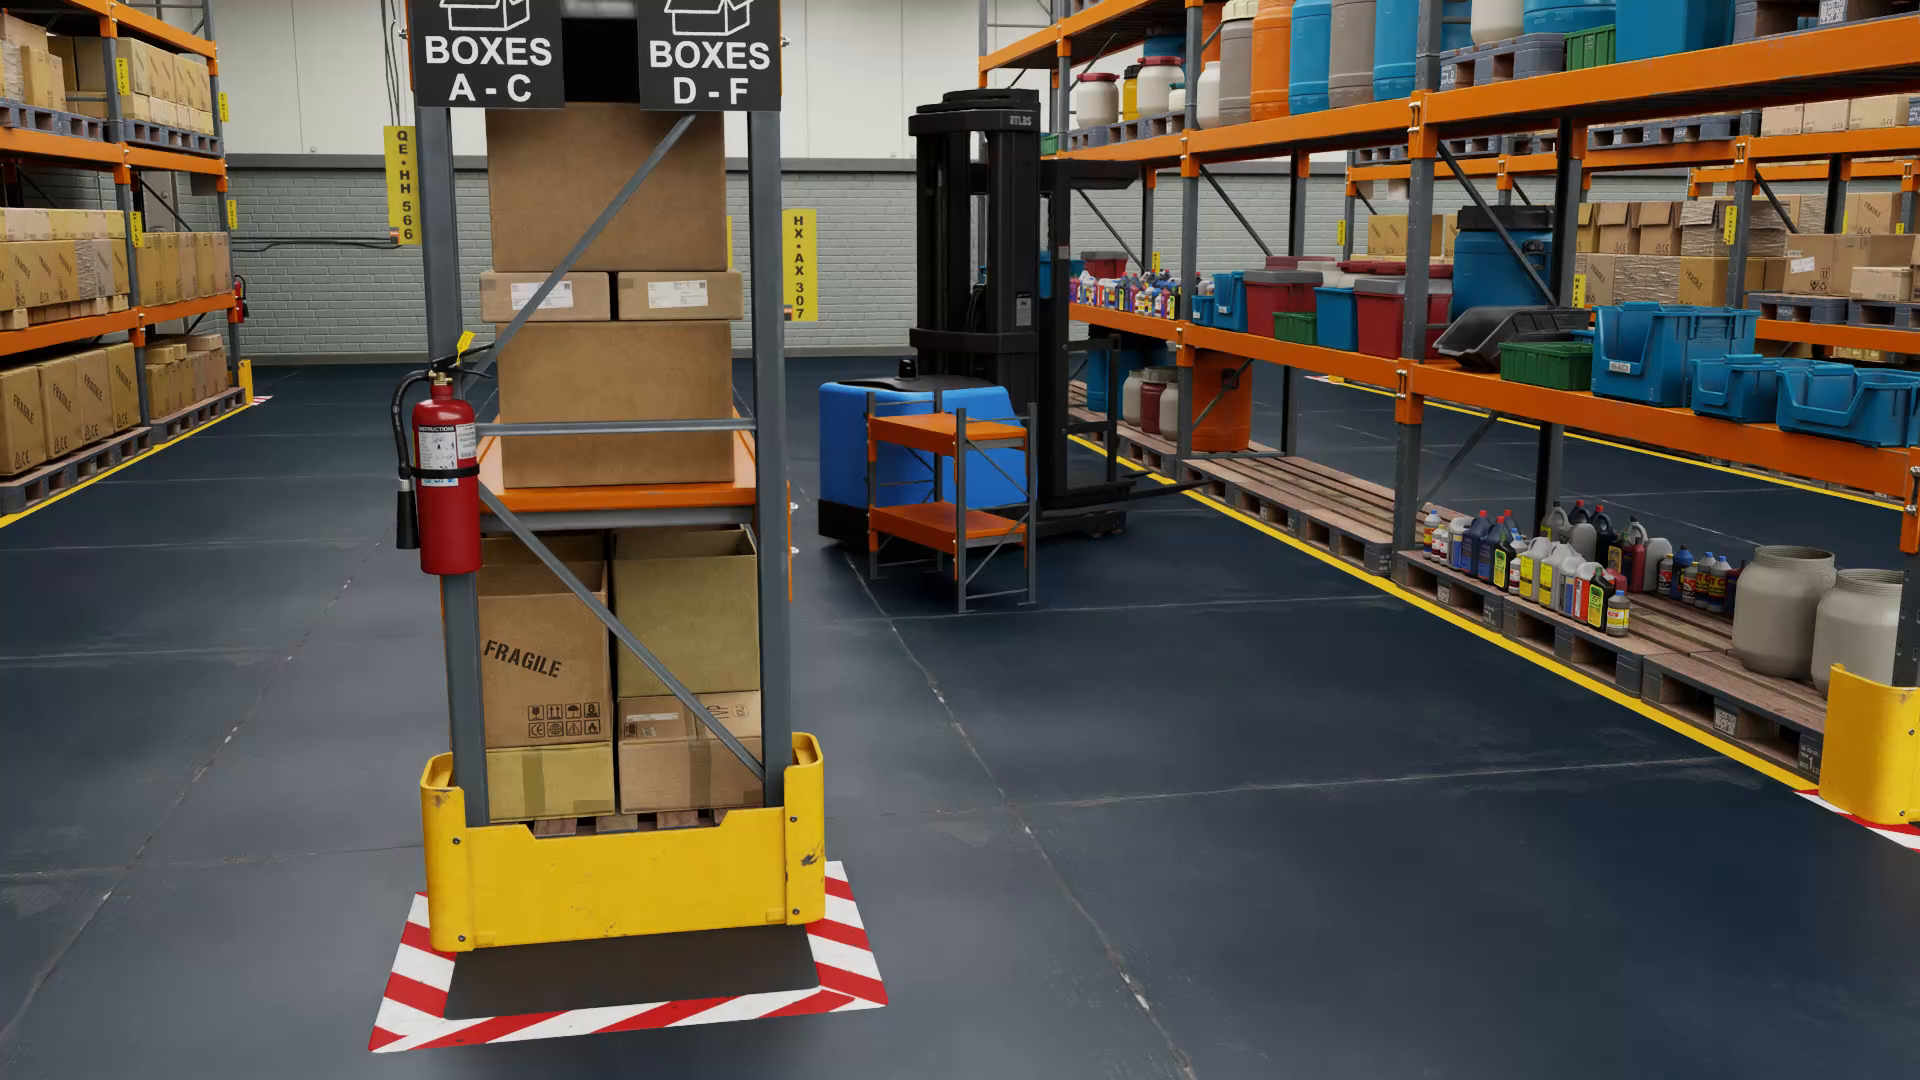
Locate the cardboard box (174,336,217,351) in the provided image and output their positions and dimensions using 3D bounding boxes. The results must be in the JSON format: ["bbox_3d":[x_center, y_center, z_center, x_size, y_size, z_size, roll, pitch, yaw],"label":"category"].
[{"bbox_3d":[-8.497,-2.185,18.483,0.380,0.149,0.250,-2,11,-9],"label":"cardboard box"}]

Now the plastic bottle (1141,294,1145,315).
[{"bbox_3d":[1.647,-2.084,14.657,0.097,0.201,0.097,0,11,0],"label":"plastic bottle"}]

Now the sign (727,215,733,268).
[{"bbox_3d":[-1.249,-1.541,8.746,0.100,0.325,0.005,-2,11,-11],"label":"sign"}]

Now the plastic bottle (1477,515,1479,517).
[{"bbox_3d":[2.892,0.011,9.206,0.061,0.283,0.133,-2,11,-11],"label":"plastic bottle"}]

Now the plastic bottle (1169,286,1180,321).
[{"bbox_3d":[1.791,-1.971,13.843,0.061,0.283,0.133,-2,11,-11],"label":"plastic bottle"}]

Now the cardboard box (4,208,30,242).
[{"bbox_3d":[-7.371,-2.374,12.526,0.500,0.250,0.500,-2,11,-12],"label":"cardboard box"}]

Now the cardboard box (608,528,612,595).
[{"bbox_3d":[-1.816,-0.001,7.404,0.500,0.500,0.500,-2,11,-11],"label":"cardboard box"}]

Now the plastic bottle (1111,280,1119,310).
[{"bbox_3d":[1.466,-2.289,15.545,0.097,0.271,0.097,0,11,0],"label":"plastic bottle"}]

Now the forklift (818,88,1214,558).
[{"bbox_3d":[0.513,-1.521,11.350,3.031,2.935,1.130,-9,14,-39],"label":"forklift"}]

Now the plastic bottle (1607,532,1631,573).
[{"bbox_3d":[3.478,0.093,8.776,0.061,0.283,0.133,-2,11,-11],"label":"plastic bottle"}]

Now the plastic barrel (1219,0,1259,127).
[{"bbox_3d":[2.235,-3.531,12.364,0.600,0.901,0.600,0,11,0],"label":"plastic barrel"}]

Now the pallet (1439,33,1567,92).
[{"bbox_3d":[3.302,-2.488,8.730,1.213,0.211,1.003,-2,11,-11],"label":"pallet"}]

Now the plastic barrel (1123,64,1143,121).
[{"bbox_3d":[1.887,-4.316,16.200,0.600,0.588,0.600,0,11,0],"label":"plastic barrel"}]

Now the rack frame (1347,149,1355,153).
[{"bbox_3d":[5.590,-6.564,21.618,1.000,3.000,0.127,-2,11,-11],"label":"rack frame"}]

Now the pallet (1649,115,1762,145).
[{"bbox_3d":[6.969,-3.647,14.818,1.213,0.211,1.003,-2,11,-8],"label":"pallet"}]

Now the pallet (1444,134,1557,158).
[{"bbox_3d":[6.219,-4.464,18.843,1.003,0.211,1.213,-2,11,-11],"label":"pallet"}]

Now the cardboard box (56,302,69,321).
[{"bbox_3d":[-7.620,-1.894,13.745,0.380,0.149,0.250,-2,11,-9],"label":"cardboard box"}]

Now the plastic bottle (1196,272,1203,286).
[{"bbox_3d":[2.224,-2.321,15.498,0.144,0.351,0.185,-2,11,-11],"label":"plastic bottle"}]

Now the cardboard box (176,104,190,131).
[{"bbox_3d":[-8.375,-4.417,17.368,0.500,0.250,0.500,-2,11,-13],"label":"cardboard box"}]

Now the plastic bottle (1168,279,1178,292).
[{"bbox_3d":[2.025,-2.345,15.839,0.097,0.271,0.097,0,11,0],"label":"plastic bottle"}]

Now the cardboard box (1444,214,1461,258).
[{"bbox_3d":[5.923,-3.491,19.116,0.500,0.500,0.500,-2,11,-10],"label":"cardboard box"}]

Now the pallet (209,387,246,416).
[{"bbox_3d":[-8.754,-1.563,18.845,1.003,0.211,1.213,-2,11,-11],"label":"pallet"}]

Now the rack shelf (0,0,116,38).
[{"bbox_3d":[-7.819,-4.374,13.102,1.077,0.370,4.000,-2,11,-11],"label":"rack shelf"}]

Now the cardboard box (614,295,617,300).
[{"bbox_3d":[-1.398,-0.742,6.806,0.700,0.500,0.500,-2,11,-9],"label":"cardboard box"}]

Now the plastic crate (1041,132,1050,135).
[{"bbox_3d":[0.759,-4.590,19.433,0.504,0.338,0.767,-2,11,-11],"label":"plastic crate"}]

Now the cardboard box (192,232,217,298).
[{"bbox_3d":[-8.724,-2.998,18.123,0.980,0.700,0.700,-2,11,-11],"label":"cardboard box"}]

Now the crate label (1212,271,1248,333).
[{"bbox_3d":[2.216,-1.795,12.511,0.502,0.435,0.616,-2,11,-11],"label":"crate label"}]

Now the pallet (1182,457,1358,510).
[{"bbox_3d":[2.401,-0.457,13.031,1.003,0.211,1.213,-2,11,-11],"label":"pallet"}]

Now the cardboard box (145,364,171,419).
[{"bbox_3d":[-8.253,-1.462,16.420,0.700,0.500,0.500,-2,11,-10],"label":"cardboard box"}]

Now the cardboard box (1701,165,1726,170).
[{"bbox_3d":[10.312,-5.087,22.281,0.500,0.250,0.500,-2,11,-9],"label":"cardboard box"}]

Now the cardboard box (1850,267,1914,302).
[{"bbox_3d":[7.247,-1.967,12.786,0.500,0.250,0.500,-2,11,-13],"label":"cardboard box"}]

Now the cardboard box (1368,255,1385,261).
[{"bbox_3d":[5.526,-3.497,21.151,0.500,0.250,0.500,-2,11,-12],"label":"cardboard box"}]

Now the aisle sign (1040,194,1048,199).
[{"bbox_3d":[1.005,-4.738,21.115,0.394,0.787,0.004,-2,11,-11],"label":"aisle sign"}]

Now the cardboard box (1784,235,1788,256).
[{"bbox_3d":[10.609,-3.601,21.031,0.500,0.500,0.500,-2,11,-12],"label":"cardboard box"}]

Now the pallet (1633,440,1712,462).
[{"bbox_3d":[7.067,-0.927,15.505,1.003,0.211,1.213,-2,11,-11],"label":"pallet"}]

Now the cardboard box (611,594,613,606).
[{"bbox_3d":[-1.816,0.367,7.474,0.500,0.250,0.500,-2,11,-11],"label":"cardboard box"}]

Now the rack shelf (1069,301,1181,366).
[{"bbox_3d":[1.899,-1.983,15.518,1.077,0.370,4.000,-2,11,-11],"label":"rack shelf"}]

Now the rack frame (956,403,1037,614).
[{"bbox_3d":[0.200,-0.177,9.118,0.500,1.125,0.032,-6,13,-31],"label":"rack frame"}]

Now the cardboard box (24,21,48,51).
[{"bbox_3d":[-8.165,-4.284,14.211,0.500,0.250,0.500,-1,11,-7],"label":"cardboard box"}]

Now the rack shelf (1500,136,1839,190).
[{"bbox_3d":[6.757,-3.637,16.184,1.077,0.370,4.000,-2,11,-11],"label":"rack shelf"}]

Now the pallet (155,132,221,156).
[{"bbox_3d":[-8.831,-4.371,18.355,1.003,0.211,1.213,-2,11,-11],"label":"pallet"}]

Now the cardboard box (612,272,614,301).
[{"bbox_3d":[-1.477,-0.943,6.128,0.380,0.149,0.250,-2,11,-9],"label":"cardboard box"}]

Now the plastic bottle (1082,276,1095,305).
[{"bbox_3d":[1.297,-2.477,16.518,0.152,0.276,0.135,-2,11,-11],"label":"plastic bottle"}]

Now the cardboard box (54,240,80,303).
[{"bbox_3d":[-7.570,-2.196,13.594,0.500,0.500,0.500,-2,11,-9],"label":"cardboard box"}]

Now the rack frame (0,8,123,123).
[{"bbox_3d":[-8.208,-5.290,14.924,1.000,3.000,0.127,-2,11,-11],"label":"rack frame"}]

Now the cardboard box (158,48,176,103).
[{"bbox_3d":[-8.279,-4.692,16.810,0.500,0.500,0.500,-2,11,-11],"label":"cardboard box"}]

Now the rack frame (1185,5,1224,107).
[{"bbox_3d":[2.288,-4.917,12.963,1.000,3.000,0.127,-2,11,-11],"label":"rack frame"}]

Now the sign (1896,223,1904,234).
[{"bbox_3d":[10.722,-3.450,18.983,0.100,0.325,0.005,-2,11,-11],"label":"sign"}]

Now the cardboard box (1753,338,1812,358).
[{"bbox_3d":[7.032,-1.440,15.298,1.225,0.875,0.875,-3,11,-14],"label":"cardboard box"}]

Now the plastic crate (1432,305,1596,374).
[{"bbox_3d":[3.043,-1.105,9.146,0.767,0.338,0.504,-2,11,-11],"label":"plastic crate"}]

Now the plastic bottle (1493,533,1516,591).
[{"bbox_3d":[2.844,0.112,8.676,0.061,0.283,0.133,-2,11,-8],"label":"plastic bottle"}]

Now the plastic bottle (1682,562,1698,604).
[{"bbox_3d":[3.692,0.213,8.364,0.097,0.201,0.097,0,11,0],"label":"plastic bottle"}]

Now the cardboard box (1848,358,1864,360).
[{"bbox_3d":[10.815,-2.093,19.875,0.380,0.149,0.250,-3,11,-14],"label":"cardboard box"}]

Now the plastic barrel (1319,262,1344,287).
[{"bbox_3d":[2.779,-1.767,12.157,0.421,0.512,0.421,0,11,0],"label":"plastic barrel"}]

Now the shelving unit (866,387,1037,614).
[{"bbox_3d":[-0.063,-0.258,9.545,0.538,1.125,1.048,-6,13,-31],"label":"shelving unit"}]
